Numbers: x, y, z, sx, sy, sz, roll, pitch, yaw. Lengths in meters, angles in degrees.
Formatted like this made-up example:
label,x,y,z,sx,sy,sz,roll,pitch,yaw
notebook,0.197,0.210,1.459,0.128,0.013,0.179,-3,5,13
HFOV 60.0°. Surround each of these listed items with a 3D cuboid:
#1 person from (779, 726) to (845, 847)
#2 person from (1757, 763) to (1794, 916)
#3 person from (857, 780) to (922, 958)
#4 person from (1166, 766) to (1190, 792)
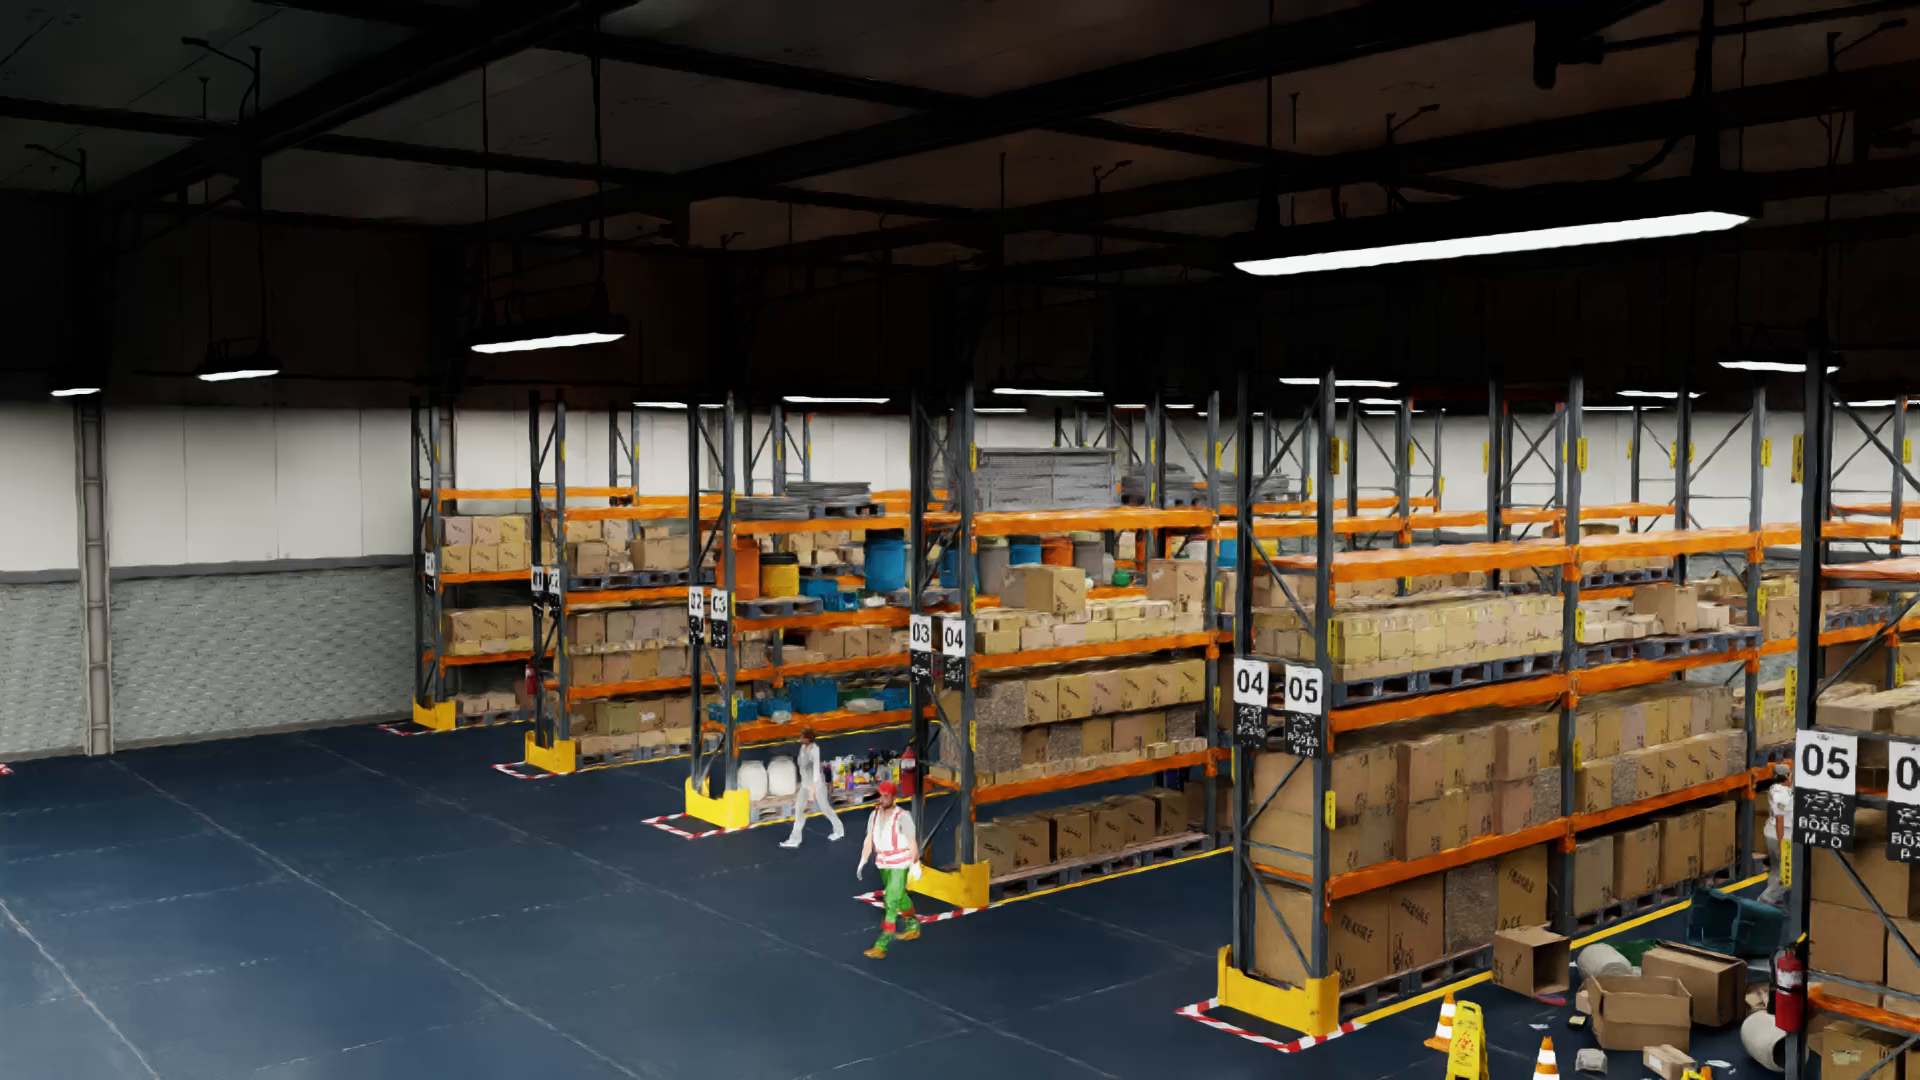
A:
label,x,y,z,sx,sy,sz,roll,pitch,yaw
person,-1.867,3.139,21.245,0.948,1.524,0.432,-3,4,-41
person,8.920,3.268,18.090,0.441,1.659,0.539,1,4,20
person,-0.728,3.292,16.867,0.528,1.728,1.032,3,5,42
person,3.103,2.926,23.823,0.610,1.641,0.565,-1,4,-18
